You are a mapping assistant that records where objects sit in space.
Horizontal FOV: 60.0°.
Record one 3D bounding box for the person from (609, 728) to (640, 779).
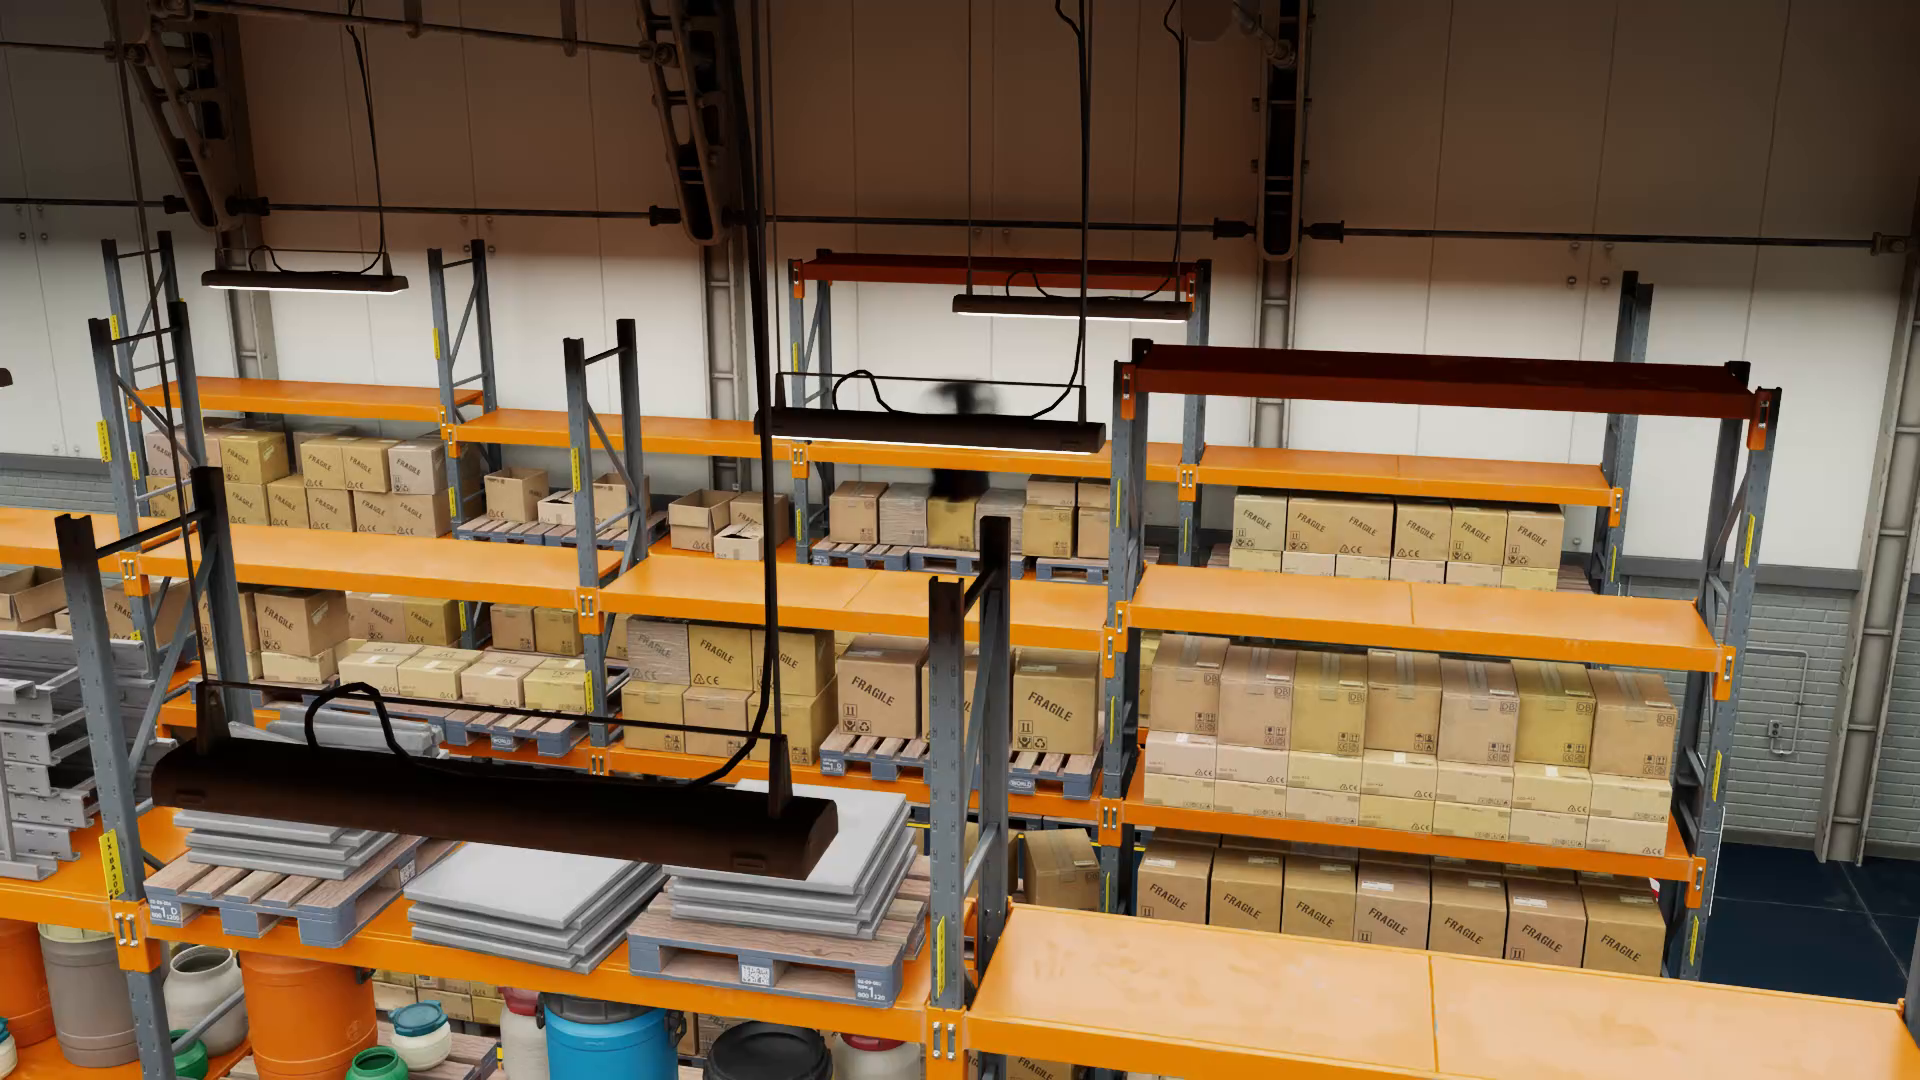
[{"bbox_3d":[-3.265,2.641,16.521,0.813,1.699,0.555,-4,17,-12],"label":"person"}]
